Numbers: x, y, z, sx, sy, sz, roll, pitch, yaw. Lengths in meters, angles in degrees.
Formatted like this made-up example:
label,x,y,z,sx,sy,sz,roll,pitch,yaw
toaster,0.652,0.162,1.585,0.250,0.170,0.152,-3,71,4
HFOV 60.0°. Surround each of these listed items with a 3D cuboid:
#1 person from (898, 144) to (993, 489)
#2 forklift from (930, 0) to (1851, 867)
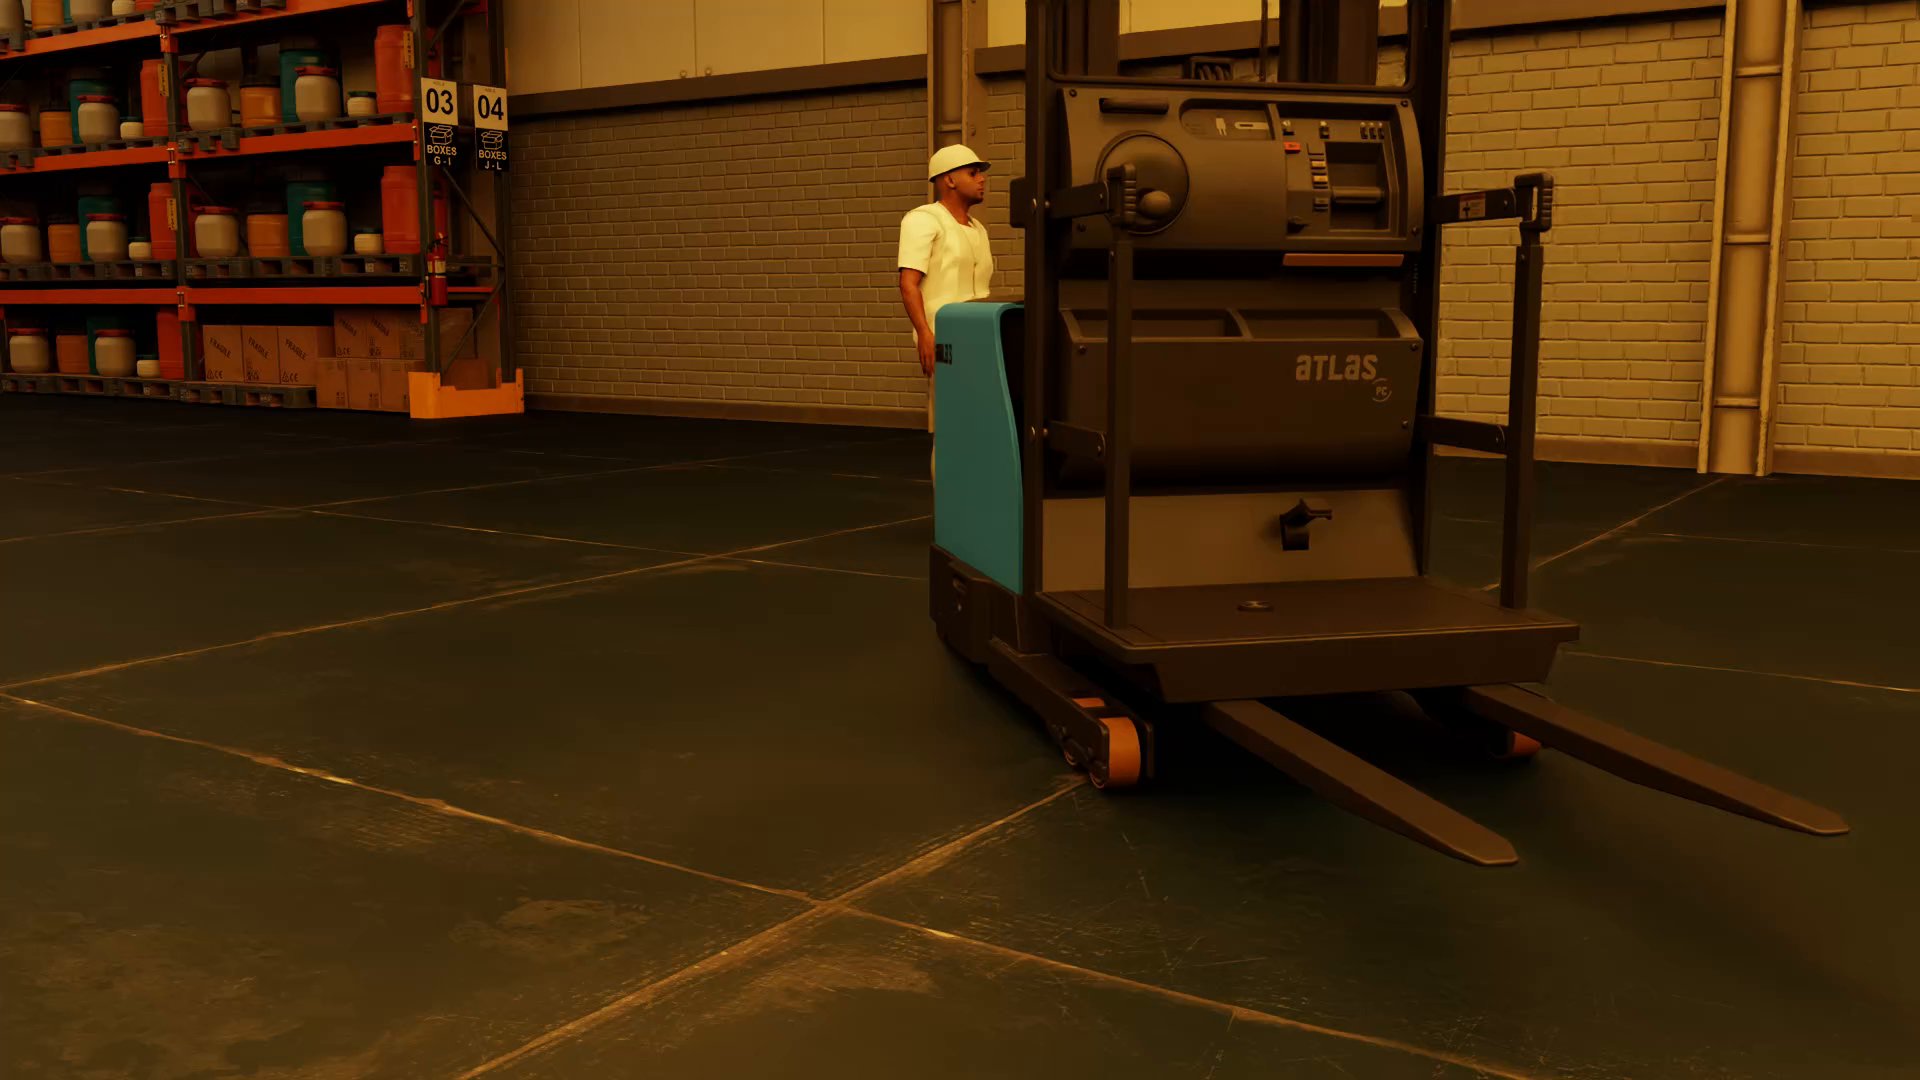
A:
label,x,y,z,sx,sy,sz,roll,pitch,yaw
person,0.054,-0.876,7.435,0.577,1.765,0.666,5,10,34
forklift,0.759,-0.954,3.900,1.130,2.935,3.031,-2,8,-14
